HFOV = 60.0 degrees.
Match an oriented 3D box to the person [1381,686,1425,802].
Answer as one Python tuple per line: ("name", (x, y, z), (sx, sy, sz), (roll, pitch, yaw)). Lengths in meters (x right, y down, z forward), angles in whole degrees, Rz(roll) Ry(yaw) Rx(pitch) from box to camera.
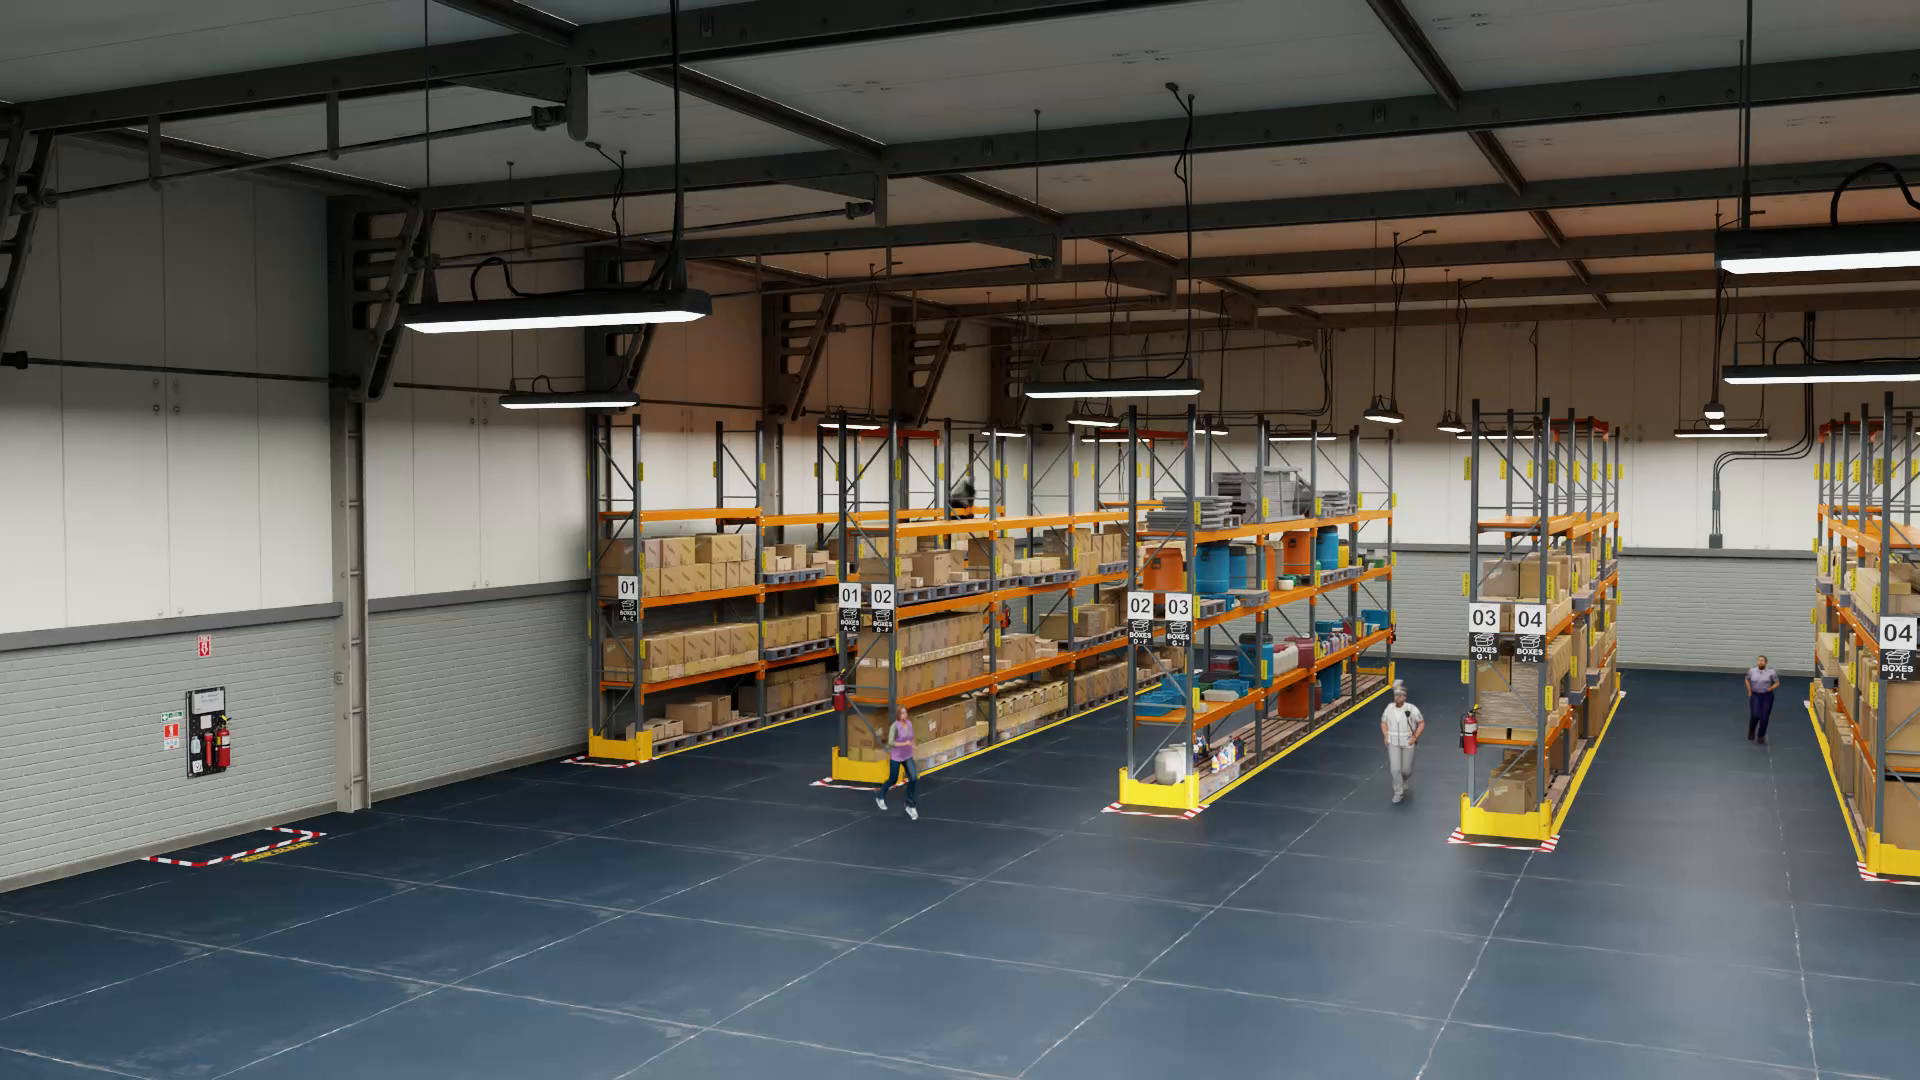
("person", (6.744, 3.095, 25.387), (0.658, 1.758, 0.612), (1, 3, 25))

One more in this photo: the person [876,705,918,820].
("person", (-0.877, 3.207, 24.191), (0.550, 1.633, 0.849), (-2, 3, -35))

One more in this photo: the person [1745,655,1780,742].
("person", (14.768, 2.930, 30.625), (0.586, 1.612, 0.592), (1, 3, 26))
